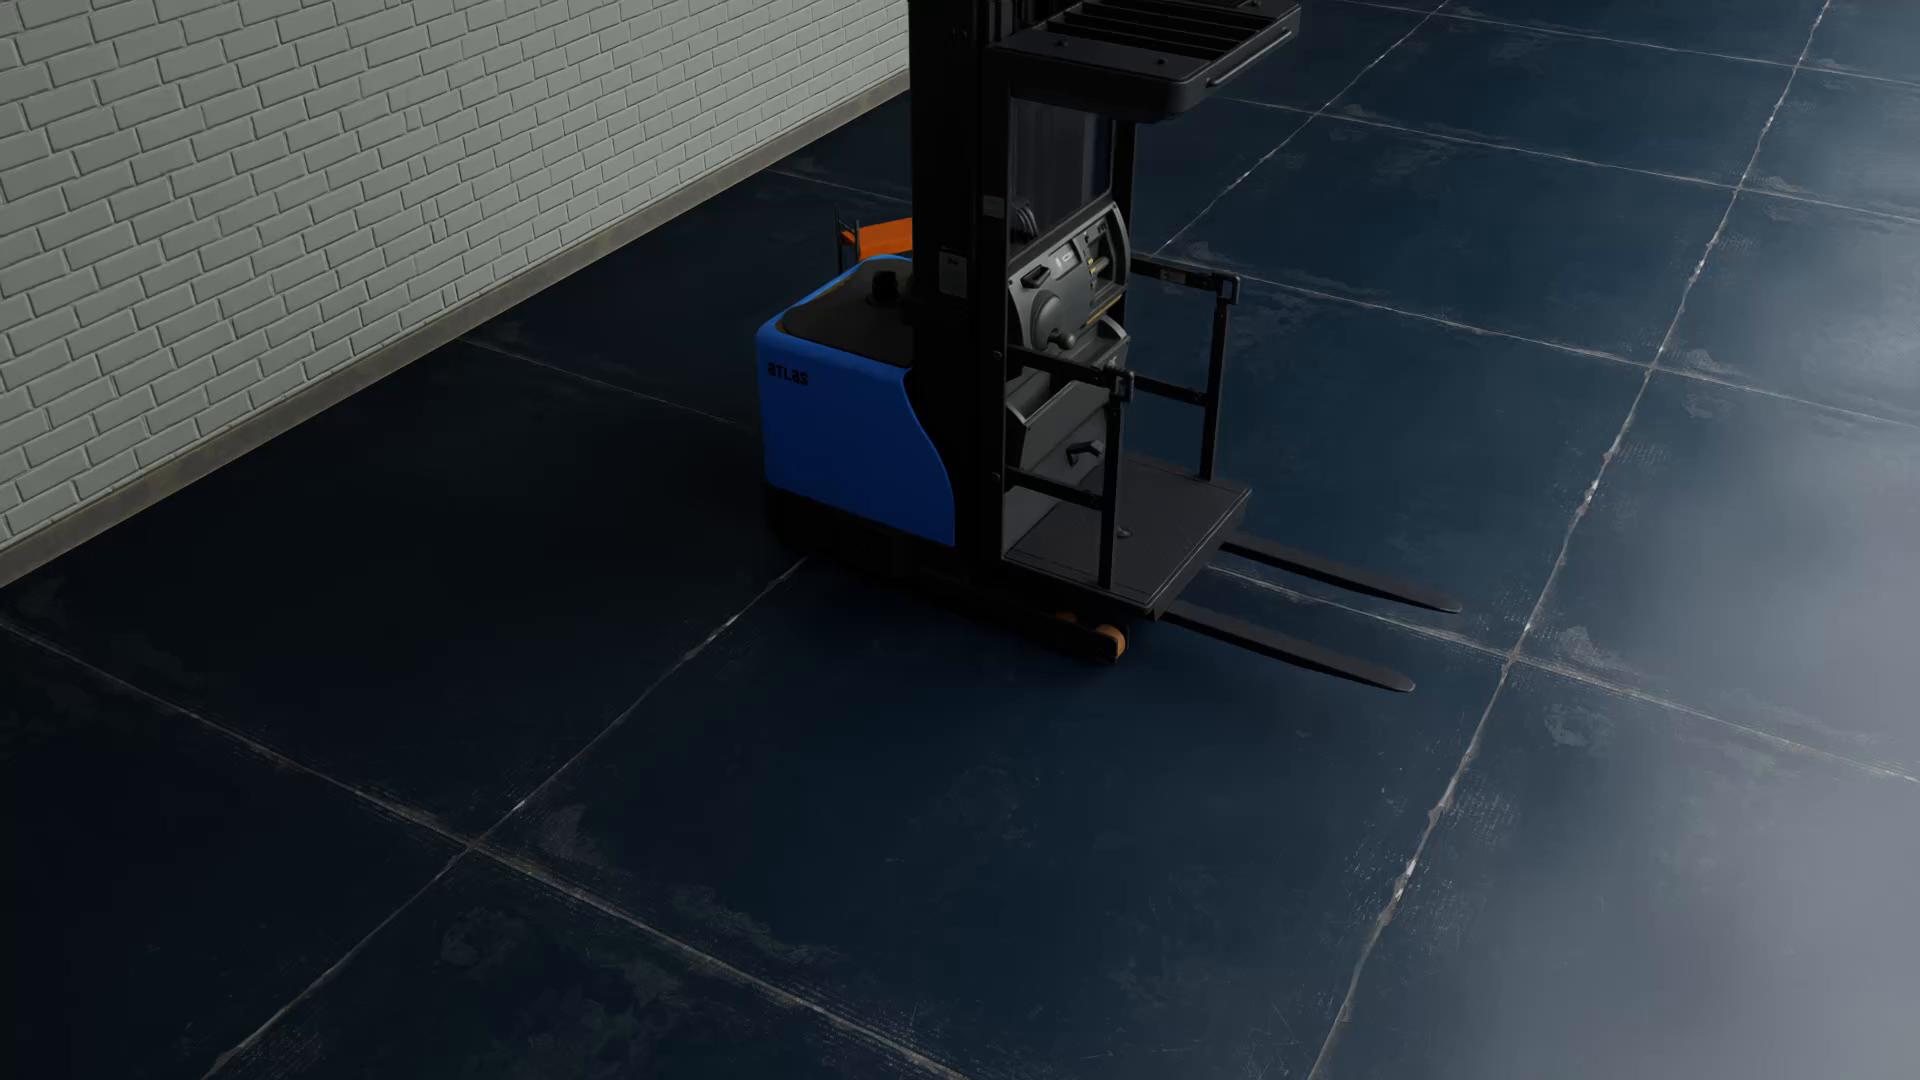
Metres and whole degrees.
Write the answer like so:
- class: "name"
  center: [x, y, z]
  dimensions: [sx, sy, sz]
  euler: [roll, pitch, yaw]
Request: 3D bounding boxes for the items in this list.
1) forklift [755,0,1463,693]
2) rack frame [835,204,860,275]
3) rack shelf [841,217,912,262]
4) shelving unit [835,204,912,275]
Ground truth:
- class: "forklift"
  center: [0.625, -1.040, 6.638]
  dimensions: [3.031, 2.935, 1.130]
  euler: [19, 38, 26]
- class: "rack frame"
  center: [-0.530, -1.047, 8.203]
  dimensions: [0.015, 1.200, 0.240]
  euler: [-16, 35, -23]
- class: "rack shelf"
  center: [-0.321, -1.444, 8.091]
  dimensions: [0.480, 0.148, 0.258]
  euler: [-16, 35, -23]
- class: "shelving unit"
  center: [-0.315, -1.111, 8.299]
  dimensions: [0.503, 1.200, 0.258]
  euler: [-16, 35, -23]
